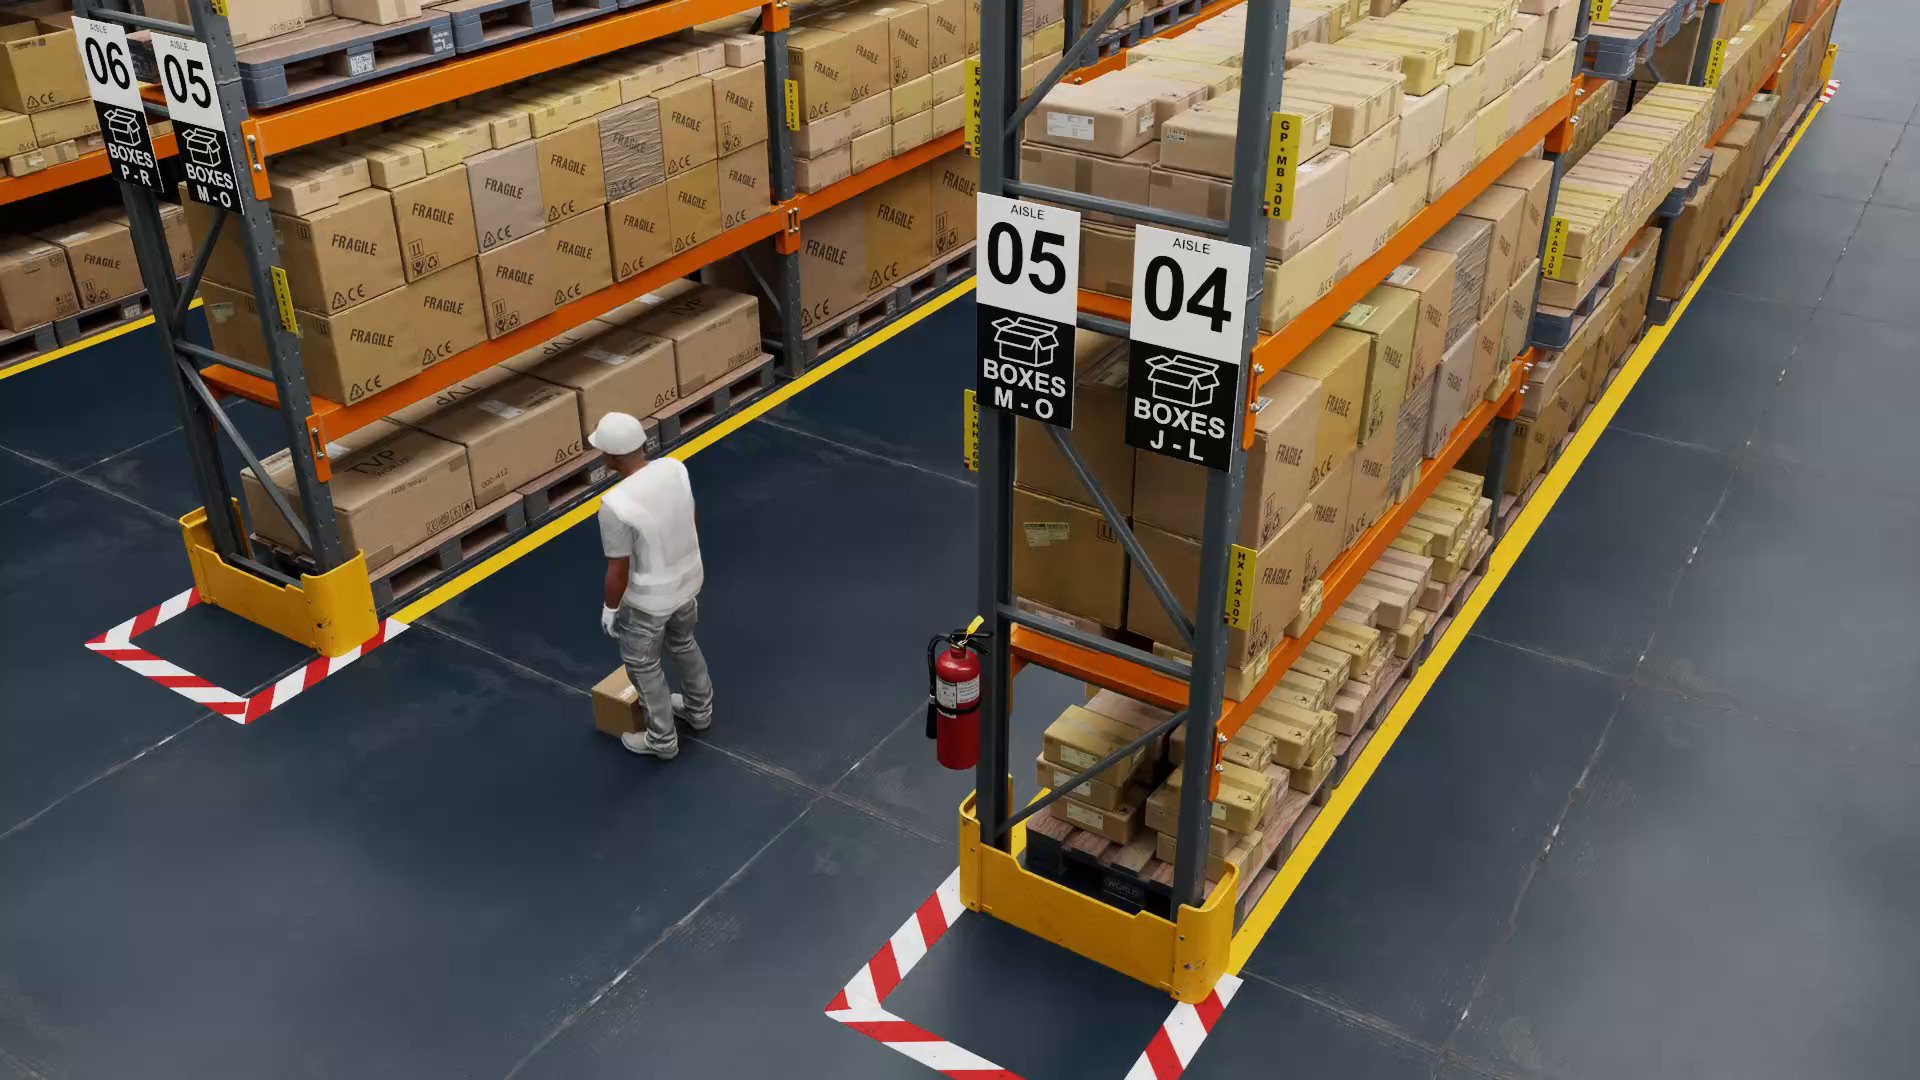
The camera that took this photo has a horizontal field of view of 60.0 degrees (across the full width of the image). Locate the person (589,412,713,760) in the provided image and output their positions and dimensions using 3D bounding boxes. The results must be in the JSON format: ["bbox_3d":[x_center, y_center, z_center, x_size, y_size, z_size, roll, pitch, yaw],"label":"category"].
[{"bbox_3d":[-1.449,0.216,7.809,0.454,1.774,0.624,17,34,27],"label":"person"}]
